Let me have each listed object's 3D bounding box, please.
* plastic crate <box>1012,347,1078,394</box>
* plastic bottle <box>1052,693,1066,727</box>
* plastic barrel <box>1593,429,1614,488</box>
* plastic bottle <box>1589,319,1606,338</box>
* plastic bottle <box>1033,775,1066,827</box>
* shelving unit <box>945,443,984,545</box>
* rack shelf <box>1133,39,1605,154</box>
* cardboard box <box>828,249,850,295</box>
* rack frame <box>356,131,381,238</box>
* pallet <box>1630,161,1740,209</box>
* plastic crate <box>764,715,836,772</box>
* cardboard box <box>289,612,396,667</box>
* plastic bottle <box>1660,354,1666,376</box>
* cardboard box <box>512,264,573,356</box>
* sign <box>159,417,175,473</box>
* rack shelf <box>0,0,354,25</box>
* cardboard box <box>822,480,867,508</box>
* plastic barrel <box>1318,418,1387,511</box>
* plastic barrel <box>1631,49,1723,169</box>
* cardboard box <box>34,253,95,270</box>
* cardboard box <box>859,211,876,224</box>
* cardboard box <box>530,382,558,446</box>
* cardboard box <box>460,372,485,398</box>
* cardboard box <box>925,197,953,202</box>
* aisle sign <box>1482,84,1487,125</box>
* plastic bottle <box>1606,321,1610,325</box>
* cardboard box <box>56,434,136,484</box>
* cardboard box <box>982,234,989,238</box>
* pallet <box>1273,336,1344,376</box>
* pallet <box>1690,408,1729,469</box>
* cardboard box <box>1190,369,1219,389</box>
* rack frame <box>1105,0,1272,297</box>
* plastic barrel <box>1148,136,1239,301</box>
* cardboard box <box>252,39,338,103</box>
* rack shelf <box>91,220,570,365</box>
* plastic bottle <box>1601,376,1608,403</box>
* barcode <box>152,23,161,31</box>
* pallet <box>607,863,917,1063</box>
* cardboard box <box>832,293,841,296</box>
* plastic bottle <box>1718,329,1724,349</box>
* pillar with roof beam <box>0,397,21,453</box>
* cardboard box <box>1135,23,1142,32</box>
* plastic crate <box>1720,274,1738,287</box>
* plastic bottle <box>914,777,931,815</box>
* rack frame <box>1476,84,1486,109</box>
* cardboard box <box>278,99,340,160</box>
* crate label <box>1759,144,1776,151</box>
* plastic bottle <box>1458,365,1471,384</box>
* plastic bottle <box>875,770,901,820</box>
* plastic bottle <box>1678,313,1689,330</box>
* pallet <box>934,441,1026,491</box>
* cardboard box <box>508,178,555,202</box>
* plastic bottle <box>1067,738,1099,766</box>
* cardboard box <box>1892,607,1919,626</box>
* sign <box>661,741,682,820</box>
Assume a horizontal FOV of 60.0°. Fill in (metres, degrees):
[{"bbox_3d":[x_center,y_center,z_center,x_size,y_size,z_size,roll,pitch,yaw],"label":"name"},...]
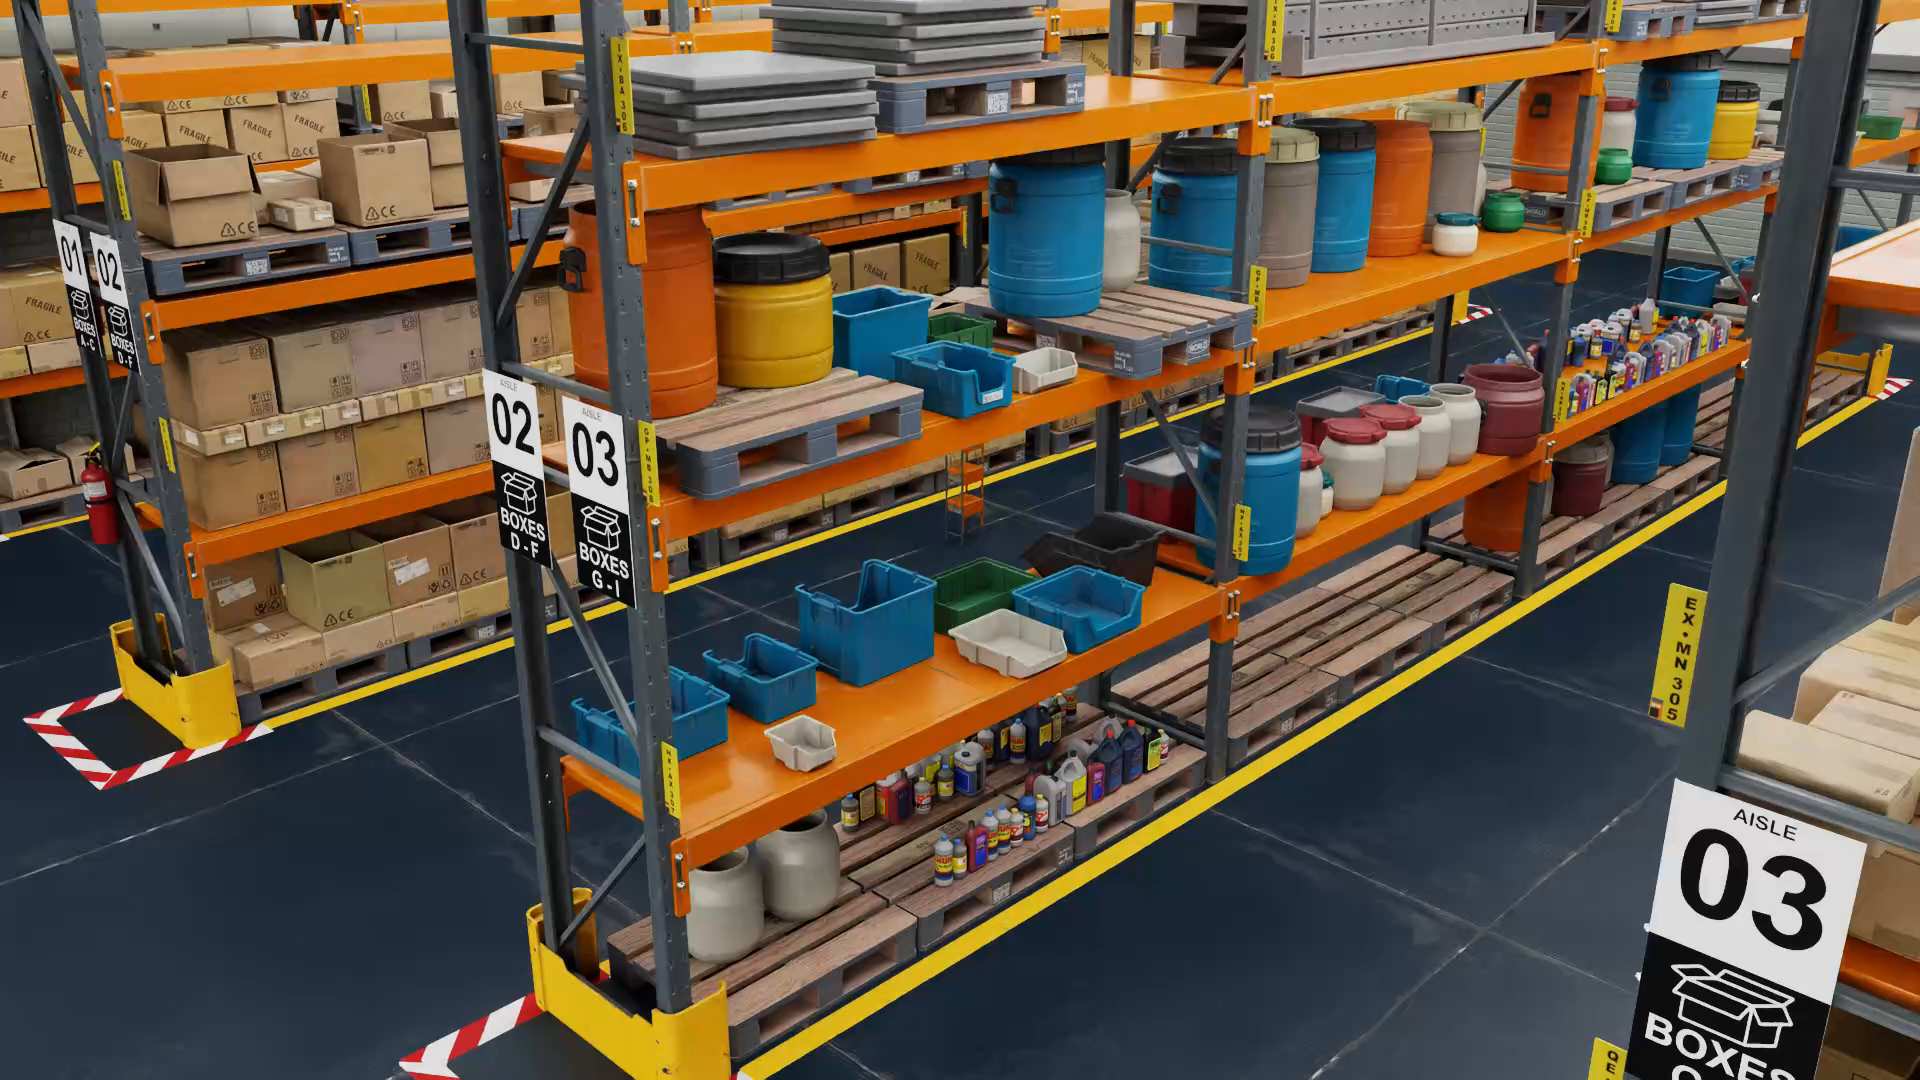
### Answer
[{"bbox_3d":[0.388,-0.816,8.064,0.243,0.136,0.396,19,28,41],"label":"plastic crate"},{"bbox_3d":[0.611,1.047,10.319,0.097,0.201,0.097,0,21,0],"label":"plastic bottle"},{"bbox_3d":[5.456,-0.703,14.467,0.421,0.512,0.421,0,21,0],"label":"plastic barrel"},{"bbox_3d":[5.557,-1.789,14.583,0.152,0.276,0.135,19,28,41],"label":"plastic bottle"},{"bbox_3d":[0.500,1.425,9.232,0.135,0.276,0.152,-20,28,-41],"label":"plastic bottle"},{"bbox_3d":[0.037,-0.504,13.784,0.215,1.050,0.252,19,28,41],"label":"shelving unit"},{"bbox_3d":[2.614,-2.844,10.354,1.077,0.370,4.000,19,28,41],"label":"rack shelf"},{"bbox_3d":[-1.867,-3.132,20.316,0.750,0.750,0.750,19,28,40],"label":"cardboard box"},{"bbox_3d":[-5.880,-2.532,16.343,1.000,3.000,0.127,19,28,41],"label":"rack frame"},{"bbox_3d":[5.533,-2.902,13.389,1.003,0.211,1.213,19,28,41],"label":"pallet"},{"bbox_3d":[-0.717,0.950,7.653,0.298,0.136,0.250,19,28,41],"label":"plastic crate"},{"bbox_3d":[-4.239,0.611,11.413,0.500,0.250,0.500,19,28,41],"label":"cardboard box"},{"bbox_3d":[5.832,-1.479,13.881,0.097,0.201,0.097,0,21,0],"label":"plastic bottle"},{"bbox_3d":[-2.985,-1.699,12.229,0.700,0.500,0.500,19,28,41],"label":"cardboard box"},{"bbox_3d":[-4.725,-0.565,9.909,0.100,0.325,0.005,19,28,41],"label":"sign"},{"bbox_3d":[-7.275,-4.481,14.058,1.077,0.370,4.000,19,28,41],"label":"rack shelf"},{"bbox_3d":[-1.152,-0.512,14.335,0.500,0.250,0.500,18,28,39],"label":"cardboard box"},{"bbox_3d":[2.555,-0.495,10.855,0.433,0.535,0.433,0,21,0],"label":"plastic barrel"},{"bbox_3d":[5.718,-3.462,13.297,0.600,0.901,0.708,19,28,41],"label":"plastic barrel"},{"bbox_3d":[-7.778,-2.228,14.689,0.500,0.500,0.500,18,28,39],"label":"cardboard box"},{"bbox_3d":[-1.250,-4.007,20.503,0.380,0.149,0.250,18,28,39],"label":"cardboard box"},{"bbox_3d":[-3.349,-0.959,12.111,0.500,0.500,0.700,-20,28,-41],"label":"cardboard box"},{"bbox_3d":[-3.434,-1.124,11.636,0.250,0.149,0.380,-19,28,-40],"label":"cardboard box"},{"bbox_3d":[-0.440,-4.601,21.145,0.500,0.500,0.500,19,28,40],"label":"cardboard box"},{"bbox_3d":[6.310,-5.532,20.525,0.394,0.787,0.004,19,28,41],"label":"aisle sign"},{"bbox_3d":[5.780,-1.850,14.846,0.097,0.201,0.097,0,21,0],"label":"plastic bottle"},{"bbox_3d":[-7.725,-0.756,14.856,0.500,0.311,0.500,-17,27,-38],"label":"cardboard box"},{"bbox_3d":[0.649,-3.912,22.833,0.700,0.500,0.500,19,28,40],"label":"cardboard box"},{"bbox_3d":[3.733,-2.224,19.429,1.003,0.211,1.213,19,28,41],"label":"pallet"},{"bbox_3d":[7.284,-1.006,16.259,1.003,0.211,1.213,19,28,41],"label":"pallet"},{"bbox_3d":[2.413,-1.936,17.662,0.500,0.500,0.500,20,29,41],"label":"cardboard box"},{"bbox_3d":[1.218,-2.853,8.815,1.000,3.000,0.127,19,28,41],"label":"rack frame"},{"bbox_3d":[1.418,-1.871,9.745,0.600,0.901,0.708,19,28,41],"label":"plastic barrel"},{"bbox_3d":[-6.035,-4.258,15.092,0.500,0.500,0.500,16,26,36],"label":"cardboard box"},{"bbox_3d":[-3.723,-1.843,11.373,1.077,0.370,4.000,19,28,41],"label":"rack shelf"},{"bbox_3d":[5.059,-1.194,13.140,0.097,0.201,0.097,0,21,0],"label":"plastic bottle"},{"bbox_3d":[-7.158,-4.569,14.814,0.001,0.075,0.075,19,28,41],"label":"barcode"},{"bbox_3d":[-0.982,2.039,8.338,1.003,0.211,1.213,19,28,41],"label":"pallet"},{"bbox_3d":[-1.064,-1.797,14.292,0.500,0.500,0.500,19,28,41],"label":"cardboard box"},{"bbox_3d":[6.695,-1.797,14.708,0.097,0.201,0.097,0,21,0],"label":"plastic bottle"},{"bbox_3d":[-5.717,-3.623,10.819,9.100,9.000,0.400,19,28,41],"label":"pillar with roof beam"},{"bbox_3d":[2.176,-7.283,22.962,0.500,0.500,0.500,19,28,40],"label":"cardboard box"},{"bbox_3d":[7.799,-2.536,16.639,0.293,0.136,0.466,19,28,41],"label":"plastic crate"},{"bbox_3d":[-0.210,1.428,9.328,0.097,0.201,0.097,0,21,0],"label":"plastic bottle"},{"bbox_3d":[6.043,-4.378,21.145,1.000,3.000,0.127,19,28,41],"label":"rack frame"},{"bbox_3d":[-6.057,-3.796,15.283,0.500,0.500,0.500,-19,28,-41],"label":"cardboard box"},{"bbox_3d":[7.348,-3.439,14.890,0.293,0.136,0.466,19,28,41],"label":"crate label"},{"bbox_3d":[3.985,-1.237,13.136,0.061,0.283,0.133,19,28,41],"label":"plastic bottle"},{"bbox_3d":[-0.409,1.402,9.291,0.152,0.276,0.135,20,28,41],"label":"plastic bottle"},{"bbox_3d":[6.289,-1.804,14.517,0.144,0.351,0.185,19,28,41],"label":"plastic bottle"},{"bbox_3d":[-0.140,-0.818,15.770,1.003,0.211,1.213,19,28,41],"label":"pallet"},{"bbox_3d":[-2.974,-2.459,11.541,0.380,0.149,0.250,19,28,41],"label":"cardboard box"},{"bbox_3d":[0.718,1.270,9.634,0.152,0.276,0.135,19,28,41],"label":"plastic bottle"},{"bbox_3d":[2.860,0.217,4.663,0.380,0.149,0.250,18,27,38],"label":"cardboard box"},{"bbox_3d":[-1.181,0.986,6.806,0.100,0.325,0.005,19,28,41],"label":"sign"}]
